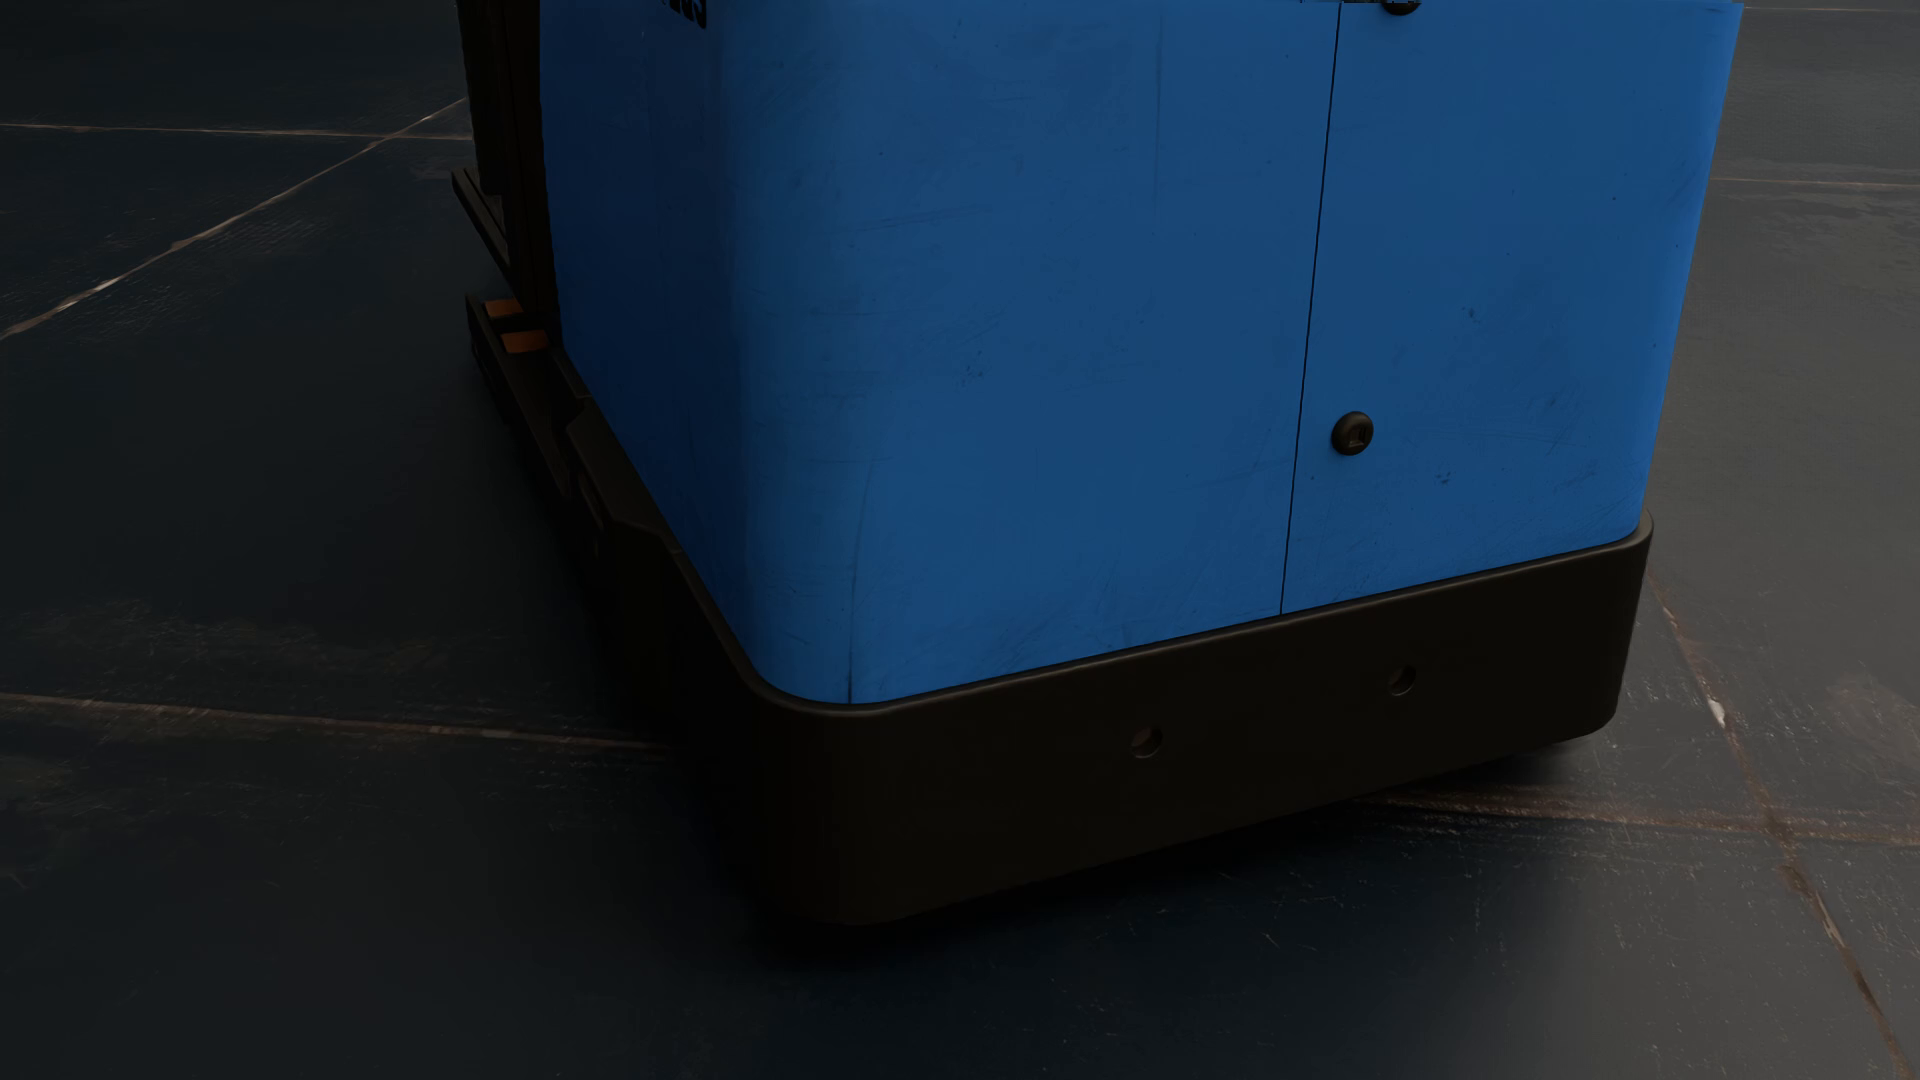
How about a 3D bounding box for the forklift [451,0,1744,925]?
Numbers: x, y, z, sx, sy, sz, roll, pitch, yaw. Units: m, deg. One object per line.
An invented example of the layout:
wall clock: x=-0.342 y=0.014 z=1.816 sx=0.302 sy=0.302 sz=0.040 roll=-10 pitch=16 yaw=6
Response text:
forklift: x=-0.260 y=-1.576 z=2.376 sx=1.130 sy=2.935 sz=3.031 roll=-11 pitch=28 yaw=-20
